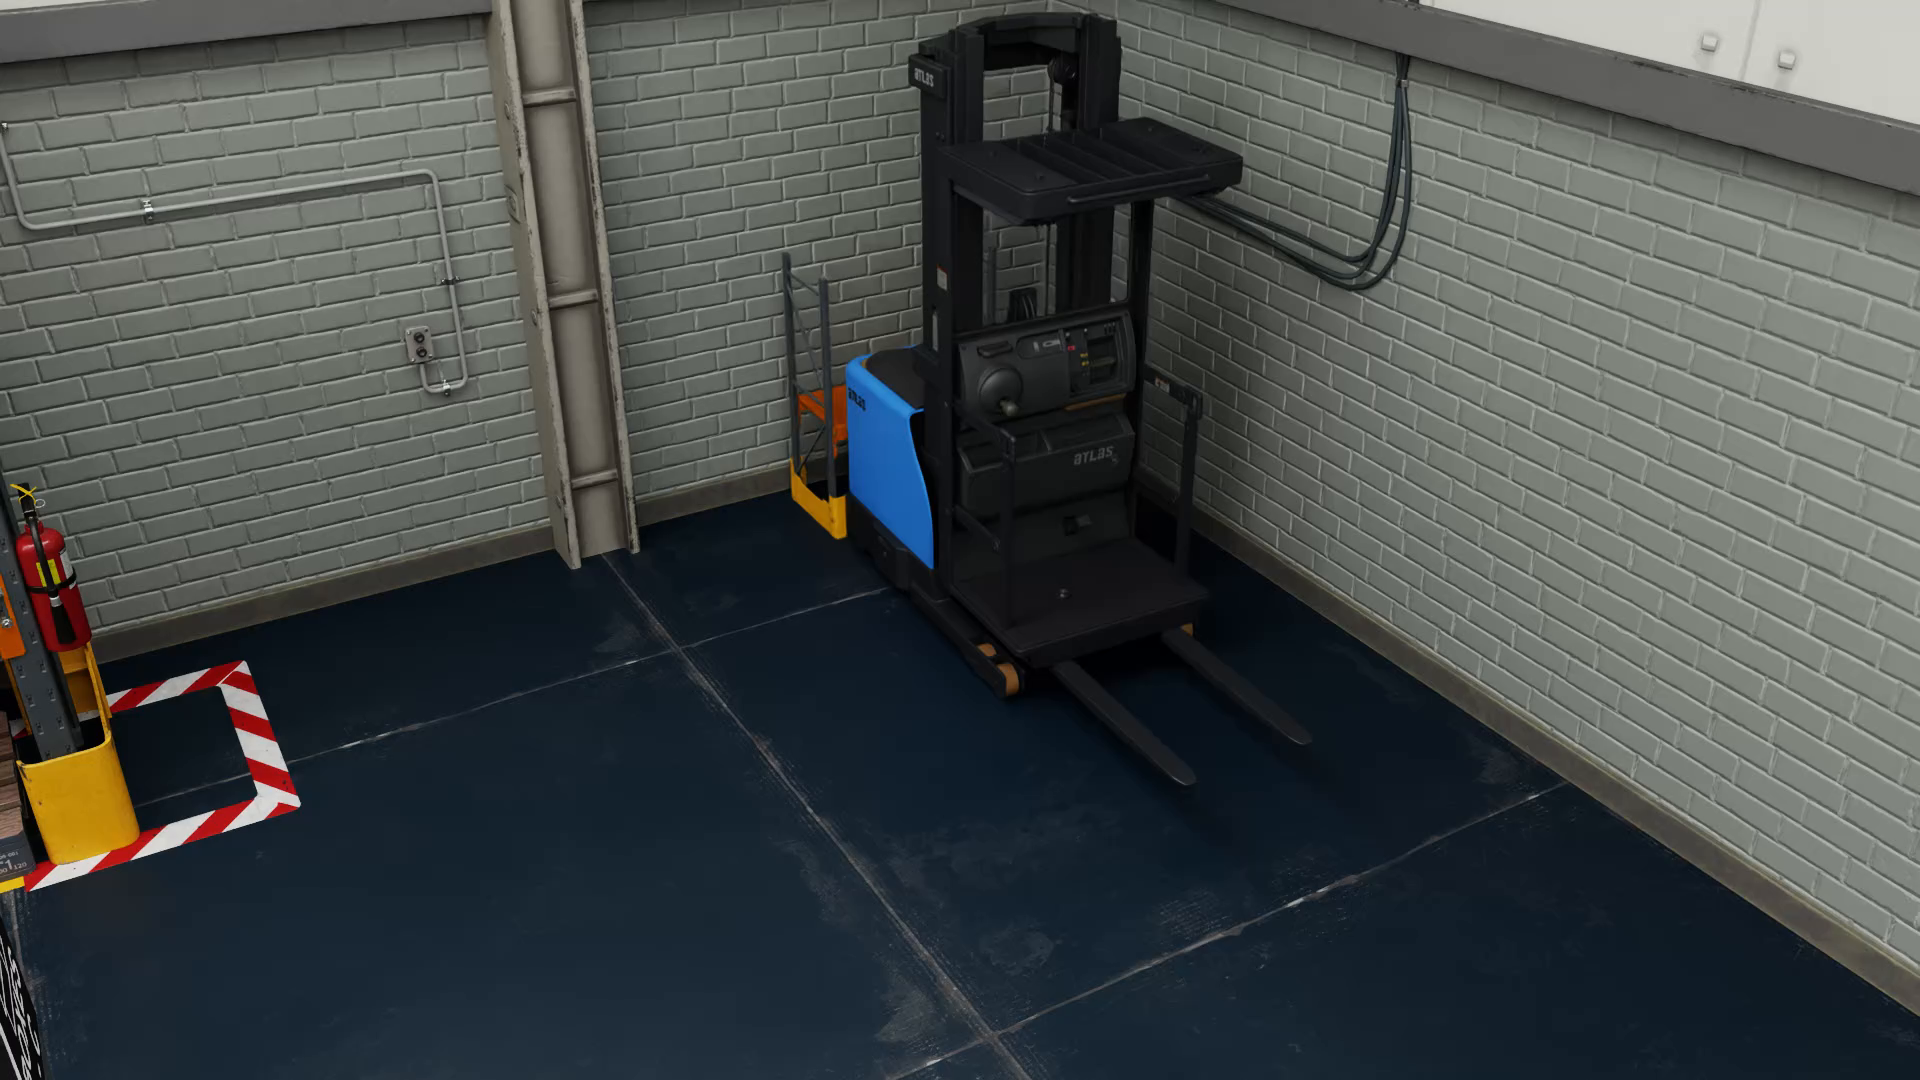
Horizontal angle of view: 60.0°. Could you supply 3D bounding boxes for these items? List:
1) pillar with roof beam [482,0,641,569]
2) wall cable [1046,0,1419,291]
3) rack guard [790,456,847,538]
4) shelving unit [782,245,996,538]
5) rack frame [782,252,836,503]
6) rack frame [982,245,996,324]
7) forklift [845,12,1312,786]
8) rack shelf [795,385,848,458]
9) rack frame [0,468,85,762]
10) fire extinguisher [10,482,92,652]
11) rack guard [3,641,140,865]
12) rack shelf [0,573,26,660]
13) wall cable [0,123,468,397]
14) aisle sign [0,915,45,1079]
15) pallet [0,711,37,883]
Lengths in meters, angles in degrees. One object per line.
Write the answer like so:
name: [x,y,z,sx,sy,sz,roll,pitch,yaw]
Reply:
pillar with roof beam: [0.181,-2.100,3.742,0.400,9.000,9.100,-16,33,-26]
wall cable: [1.168,-2.748,8.130,0.112,2.526,3.097,-16,33,-26]
rack guard: [-0.805,-0.248,9.440,0.087,0.250,0.587,-16,33,-26]
shelving unit: [-0.375,-0.916,9.358,1.083,1.500,0.587,-16,33,-26]
rack frame: [-0.822,-0.790,9.130,0.032,1.500,0.500,-16,33,-26]
rack frame: [0.057,-1.038,9.578,0.032,1.500,0.500,-16,33,-26]
forklift: [0.520,-0.784,7.638,1.130,2.935,3.031,-15,32,-24]
rack shelf: [-0.382,-0.756,9.441,1.000,0.185,0.538,-16,33,-26]
rack frame: [-3.890,-0.246,6.591,0.127,3.000,1.000,-16,33,-26]
fire extinguisher: [-3.526,0.107,6.418,0.183,0.674,0.296,-16,33,-26]
rack guard: [-3.869,0.843,7.205,0.348,0.500,1.175,-16,33,-26]
rack shelf: [-5.614,0.559,5.877,4.000,0.370,1.077,-16,33,-26]
wall cable: [-3.265,-1.398,7.627,1.851,1.984,0.084,-16,33,-26]
aisle sign: [-1.467,0.540,2.477,0.004,0.787,0.394,-16,33,-26]
pallet: [-4.539,1.204,6.851,1.213,0.211,1.003,-16,33,-26]
